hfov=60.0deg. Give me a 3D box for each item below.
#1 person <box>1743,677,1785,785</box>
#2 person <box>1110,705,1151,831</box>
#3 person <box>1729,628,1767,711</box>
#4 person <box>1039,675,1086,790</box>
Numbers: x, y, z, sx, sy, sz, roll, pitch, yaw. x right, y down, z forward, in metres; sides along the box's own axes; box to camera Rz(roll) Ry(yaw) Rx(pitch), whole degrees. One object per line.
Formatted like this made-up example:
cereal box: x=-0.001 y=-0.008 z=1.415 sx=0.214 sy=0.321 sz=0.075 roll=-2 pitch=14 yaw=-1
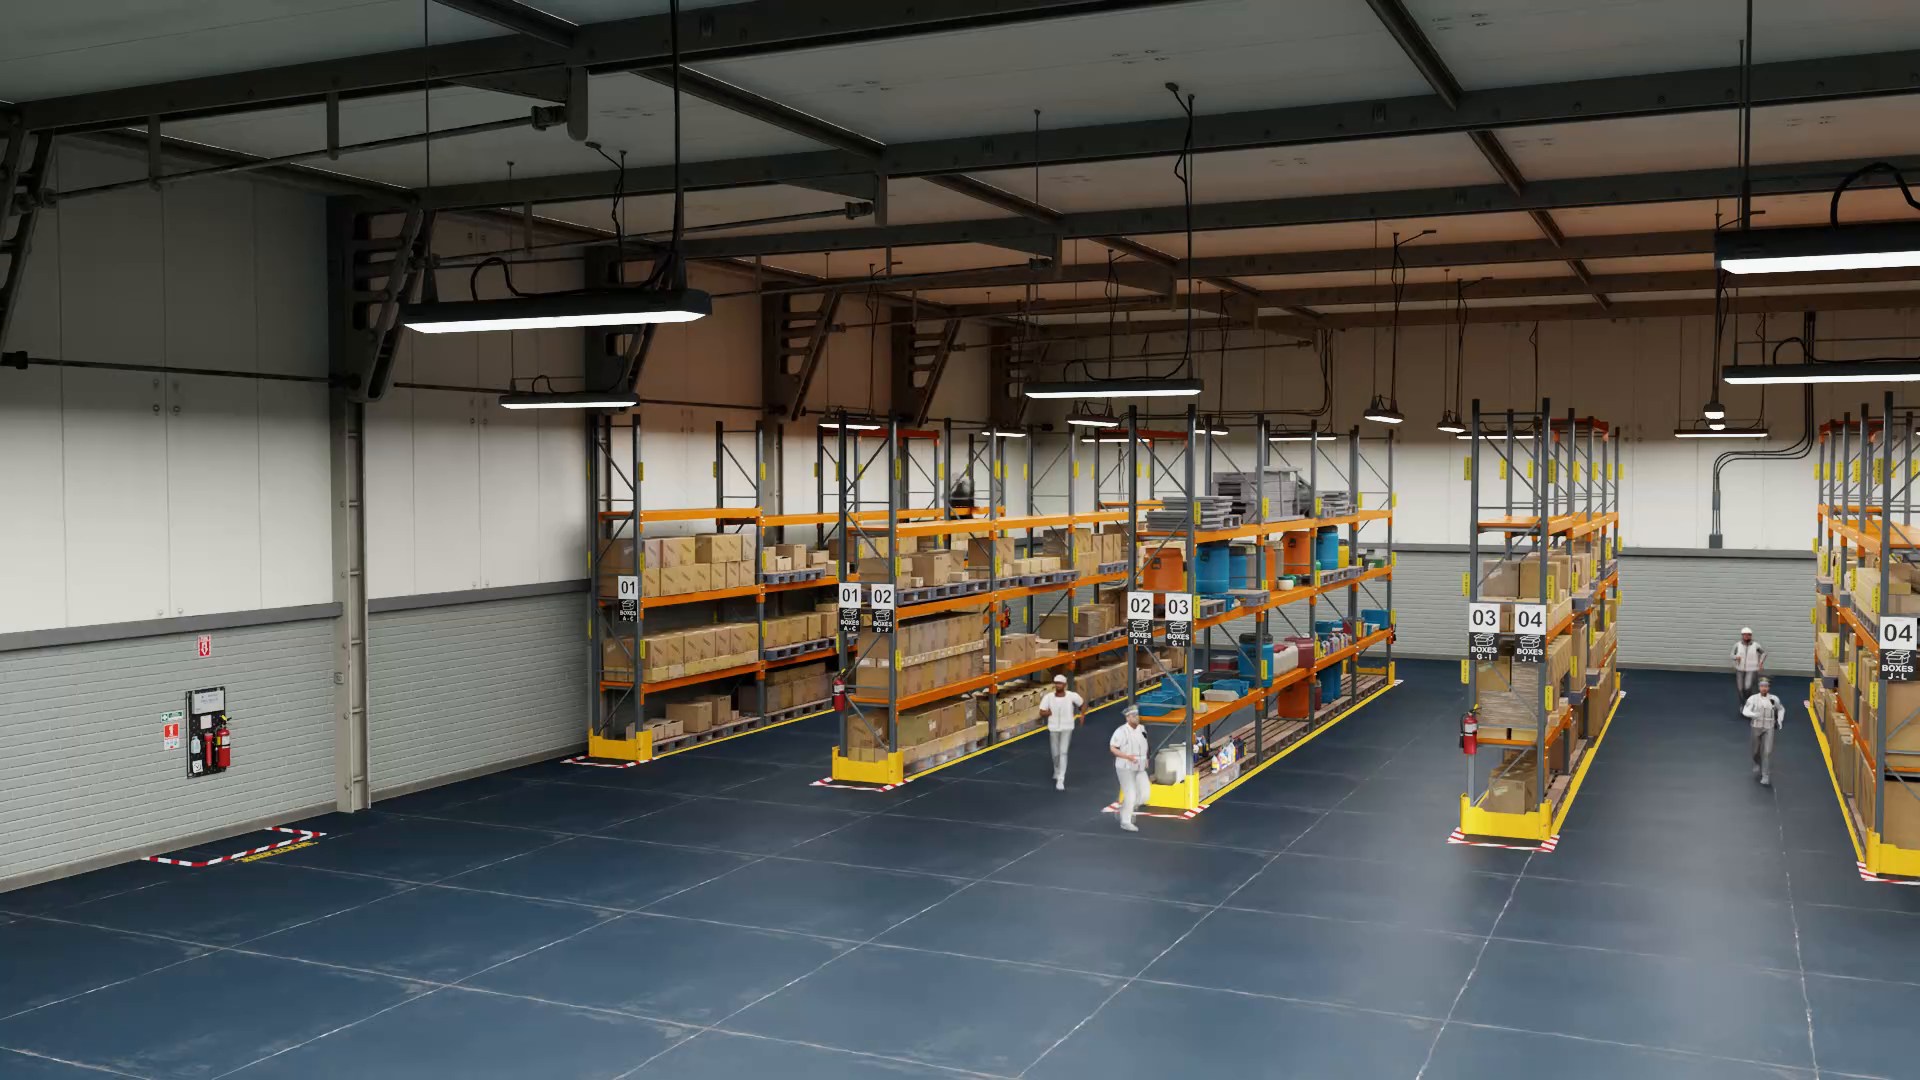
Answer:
person: x=12.949 y=3.040 z=26.791 sx=0.617 sy=1.673 sz=0.904 roll=1 pitch=3 yaw=26
person: x=2.430 y=3.192 z=23.300 sx=0.707 sy=1.760 sz=0.610 roll=-1 pitch=3 yaw=-32
person: x=16.243 y=2.712 z=34.349 sx=0.657 sy=1.803 sz=0.689 roll=2 pitch=3 yaw=38
person: x=1.591 y=3.020 z=26.444 sx=0.707 sy=1.742 sz=1.027 roll=1 pitch=2 yaw=16
